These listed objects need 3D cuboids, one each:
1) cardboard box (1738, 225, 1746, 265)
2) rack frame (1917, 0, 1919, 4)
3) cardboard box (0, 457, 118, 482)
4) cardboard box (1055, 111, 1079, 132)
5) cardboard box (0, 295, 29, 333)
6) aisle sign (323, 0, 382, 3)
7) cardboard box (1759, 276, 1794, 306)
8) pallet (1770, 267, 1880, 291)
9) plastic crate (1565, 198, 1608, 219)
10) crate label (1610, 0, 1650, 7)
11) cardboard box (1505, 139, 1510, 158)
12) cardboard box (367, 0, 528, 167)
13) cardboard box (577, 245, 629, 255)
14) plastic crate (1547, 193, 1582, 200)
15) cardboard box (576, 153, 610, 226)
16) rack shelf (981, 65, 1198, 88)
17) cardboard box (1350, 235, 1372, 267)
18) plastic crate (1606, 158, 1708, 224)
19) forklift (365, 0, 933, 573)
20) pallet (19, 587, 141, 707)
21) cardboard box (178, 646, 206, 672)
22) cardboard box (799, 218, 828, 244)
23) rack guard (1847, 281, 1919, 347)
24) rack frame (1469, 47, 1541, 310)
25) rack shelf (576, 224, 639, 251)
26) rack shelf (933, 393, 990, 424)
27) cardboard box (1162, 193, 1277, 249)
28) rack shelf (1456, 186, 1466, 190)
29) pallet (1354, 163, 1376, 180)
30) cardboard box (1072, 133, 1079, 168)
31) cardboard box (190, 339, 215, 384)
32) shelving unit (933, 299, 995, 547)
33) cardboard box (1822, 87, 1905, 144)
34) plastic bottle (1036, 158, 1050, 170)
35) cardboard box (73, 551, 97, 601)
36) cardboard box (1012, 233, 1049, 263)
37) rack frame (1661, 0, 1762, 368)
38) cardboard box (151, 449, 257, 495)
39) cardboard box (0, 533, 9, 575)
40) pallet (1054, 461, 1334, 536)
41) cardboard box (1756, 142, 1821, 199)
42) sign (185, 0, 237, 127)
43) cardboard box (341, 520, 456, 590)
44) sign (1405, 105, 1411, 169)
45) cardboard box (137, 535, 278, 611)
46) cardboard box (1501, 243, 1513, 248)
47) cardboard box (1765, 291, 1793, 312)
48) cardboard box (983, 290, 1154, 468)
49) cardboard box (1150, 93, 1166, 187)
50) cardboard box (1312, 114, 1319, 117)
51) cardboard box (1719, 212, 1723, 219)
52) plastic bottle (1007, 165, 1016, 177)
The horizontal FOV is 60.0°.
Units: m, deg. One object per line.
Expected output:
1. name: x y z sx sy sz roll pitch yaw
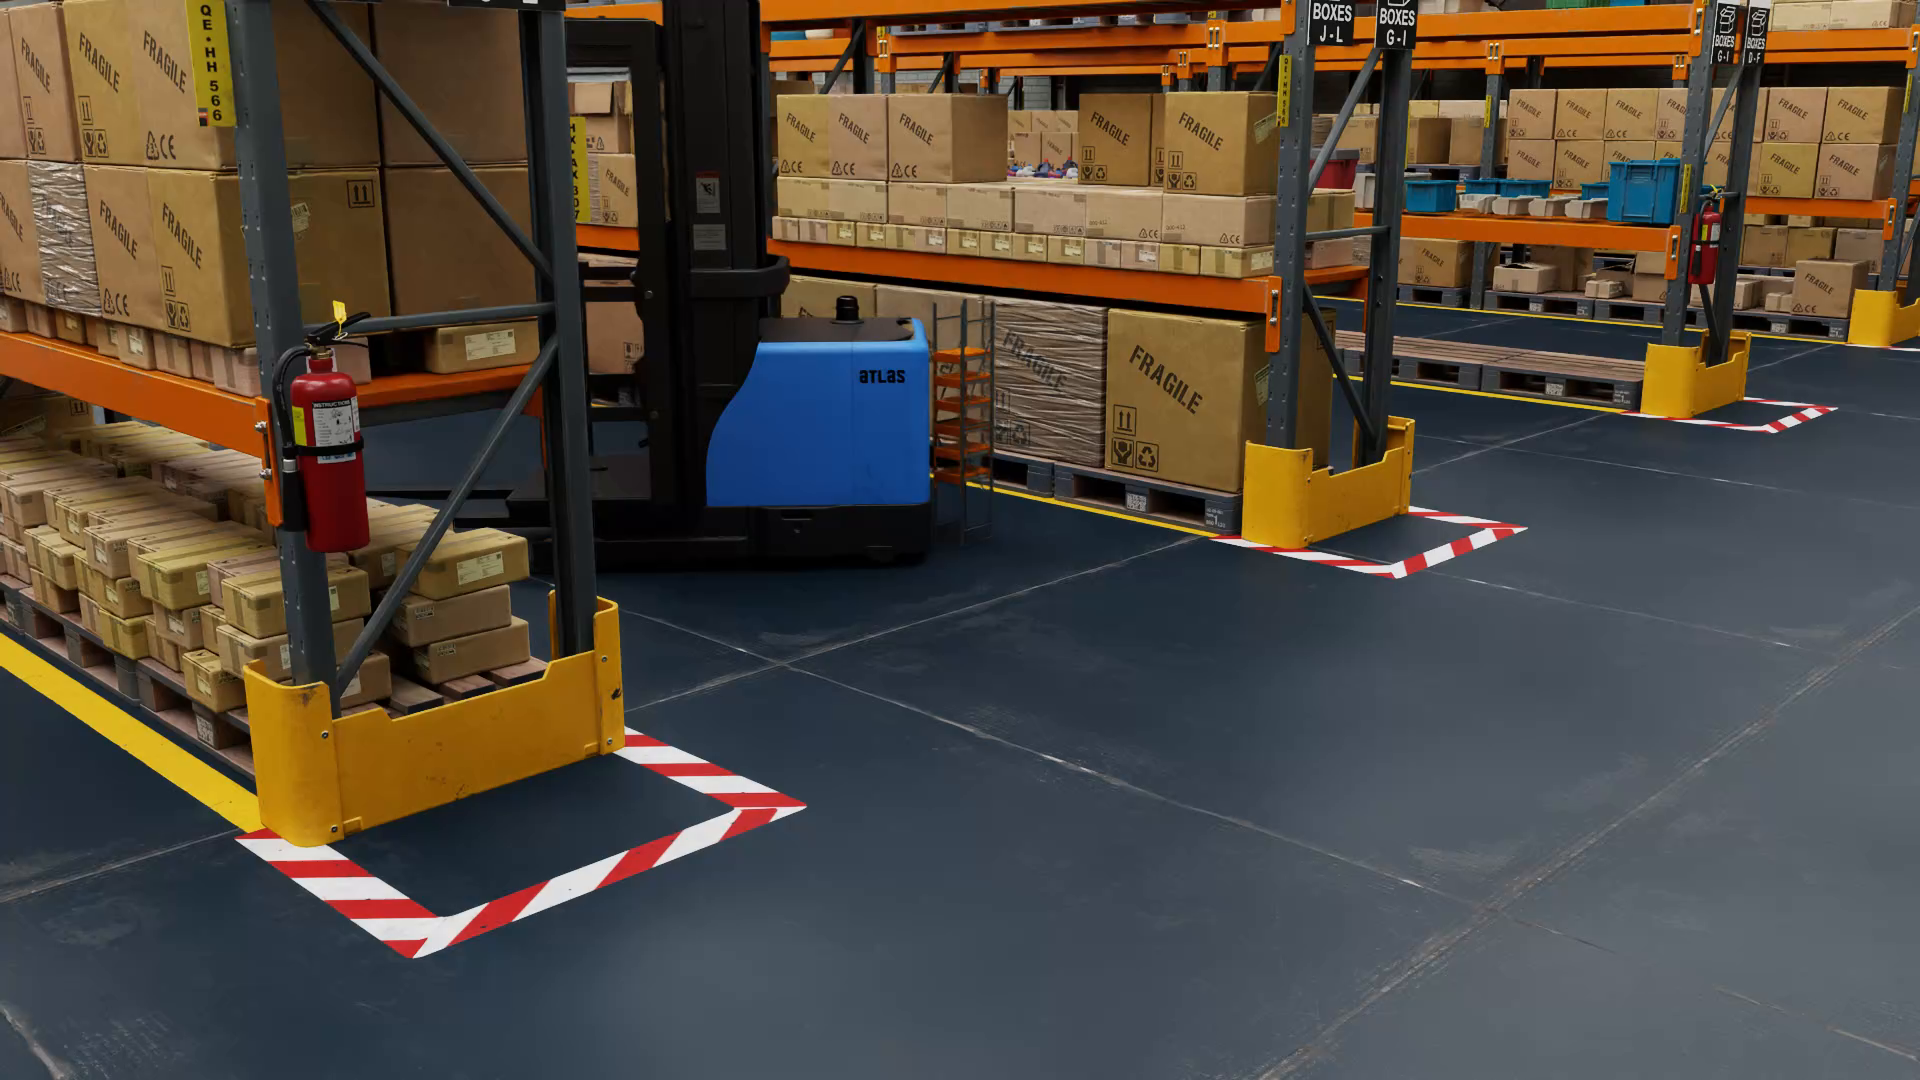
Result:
1. cardboard box: 9.819 -3.779 21.112 0.500 0.500 0.700 14 20 43
2. rack frame: 8.796 -6.238 14.527 0.127 3.000 1.000 14 20 42
3. cardboard box: -3.797 -0.233 7.019 0.250 0.149 0.380 13 19 41
4. cardboard box: 1.944 -6.929 27.847 0.500 0.500 0.500 -14 20 -42
5. cardboard box: -3.520 -0.903 6.447 0.380 0.149 0.250 -13 20 -42
6. aisle sign: -1.754 -1.846 4.412 0.004 0.787 0.394 14 20 42
7. cardboard box: 8.241 -2.452 16.473 0.500 0.250 0.500 14 20 42
8. pallet: 10.727 -3.225 20.390 1.213 0.211 1.003 14 20 42
9. plastic crate: 4.642 -2.448 12.283 0.243 0.136 0.396 14 20 42
10. crate label: 4.915 -4.037 12.321 0.502 0.251 0.408 14 20 42
11. cardboard box: 7.751 -5.436 22.516 0.500 0.500 0.500 -14 20 -43
12. cardboard box: -1.738 -1.458 5.308 0.500 0.500 0.500 14 20 42
13. cardboard box: -2.724 -1.831 12.891 0.875 0.875 1.225 14 20 42
14. plastic crate: 4.744 -2.631 12.985 0.298 0.136 0.250 14 20 42
15. cardboard box: -2.579 -2.585 12.206 0.500 0.500 0.500 14 20 42
16. rack shelf: 2.153 -7.789 27.853 4.000 0.370 1.077 14 20 42
17. cardboard box: 4.651 -3.249 19.037 0.500 0.500 0.500 14 20 43
18. plastic crate: 4.984 -2.508 11.918 0.499 0.435 0.616 14 20 42
19. forklift: -1.665 -1.398 7.986 3.031 2.935 1.130 -1 15 -3
20. pallet: -3.088 0.319 6.790 1.213 0.211 1.003 14 20 42
21. cardboard box: -2.508 0.378 5.852 0.250 0.149 0.380 14 20 42
22. cardboard box: -0.792 -1.958 10.497 0.250 0.149 0.380 13 19 40
23. rack guard: 8.741 -2.139 15.650 0.348 0.500 1.175 14 20 42
24. rack frame: 5.916 -4.035 17.970 0.127 3.000 1.000 14 20 42
25. rack shelf: -2.402 -2.240 12.506 4.000 0.370 1.077 14 20 42
26. rack shelf: 0.018 -0.657 8.274 0.180 0.103 0.258 13 19 41
27. cardboard box: 1.384 -1.646 8.507 0.500 0.250 0.500 13 20 41
28. rack shelf: 4.476 -4.037 19.404 4.000 0.370 1.077 14 20 42
29. pallet: 4.440 -4.303 19.378 1.213 0.211 1.003 14 20 42
30. cardboard box: 1.817 -5.074 21.760 0.500 0.500 0.500 12 19 39
31. cardboard box: -2.183 -0.590 5.245 0.250 0.149 0.380 14 20 42
32. shelving unit: 0.018 -0.584 8.293 0.189 1.200 0.258 13 19 41
33. cardboard box: 8.284 -3.895 15.252 0.500 0.500 0.500 13 20 42
34. plastic bottle: 0.802 -3.458 15.854 0.185 0.351 0.144 14 20 42
35. cardboard box: -3.105 0.109 6.294 0.380 0.149 0.250 -13 20 -41
36. cardboard box: 0.509 -1.643 9.285 0.250 0.149 0.380 14 20 42
37. rack frame: 5.355 -2.437 11.835 0.127 3.000 1.000 14 20 42
38. cardboard box: -3.254 -0.282 7.206 0.250 0.149 0.380 12 19 40
39. cardboard box: -4.032 0.024 7.213 0.250 0.149 0.380 14 20 42
40. pallet: 1.287 -0.314 9.219 1.213 0.211 1.003 14 20 42
41. cardboard box: 7.908 -3.503 15.728 0.500 0.500 0.500 14 20 43
42. sign: -1.998 -1.271 4.439 0.005 0.325 0.100 14 20 42
43. cardboard box: -2.022 0.053 5.919 0.380 0.149 0.250 -14 20 -43
44. sign: 2.306 -2.095 8.648 0.005 0.325 0.100 14 20 42
45. cardboard box: -2.571 0.110 5.702 0.250 0.149 0.380 13 20 41
46. cardboard box: 7.537 -4.491 23.150 0.750 0.750 0.750 14 20 42
47. cardboard box: 8.004 -2.315 16.114 0.250 0.166 0.380 14 20 42
48. cardboard box: 0.745 -0.970 9.585 0.875 0.875 0.875 14 20 42
49. cardboard box: 1.399 -2.193 9.118 0.500 0.500 0.500 13 19 41
50. cardboard box: 5.215 -6.191 25.172 0.500 0.500 0.700 14 20 42
51. cardboard box: 9.852 -4.155 21.266 0.250 0.149 0.380 14 20 42
52. plastic bottle: 0.483 -3.436 15.900 0.133 0.283 0.061 14 20 42
